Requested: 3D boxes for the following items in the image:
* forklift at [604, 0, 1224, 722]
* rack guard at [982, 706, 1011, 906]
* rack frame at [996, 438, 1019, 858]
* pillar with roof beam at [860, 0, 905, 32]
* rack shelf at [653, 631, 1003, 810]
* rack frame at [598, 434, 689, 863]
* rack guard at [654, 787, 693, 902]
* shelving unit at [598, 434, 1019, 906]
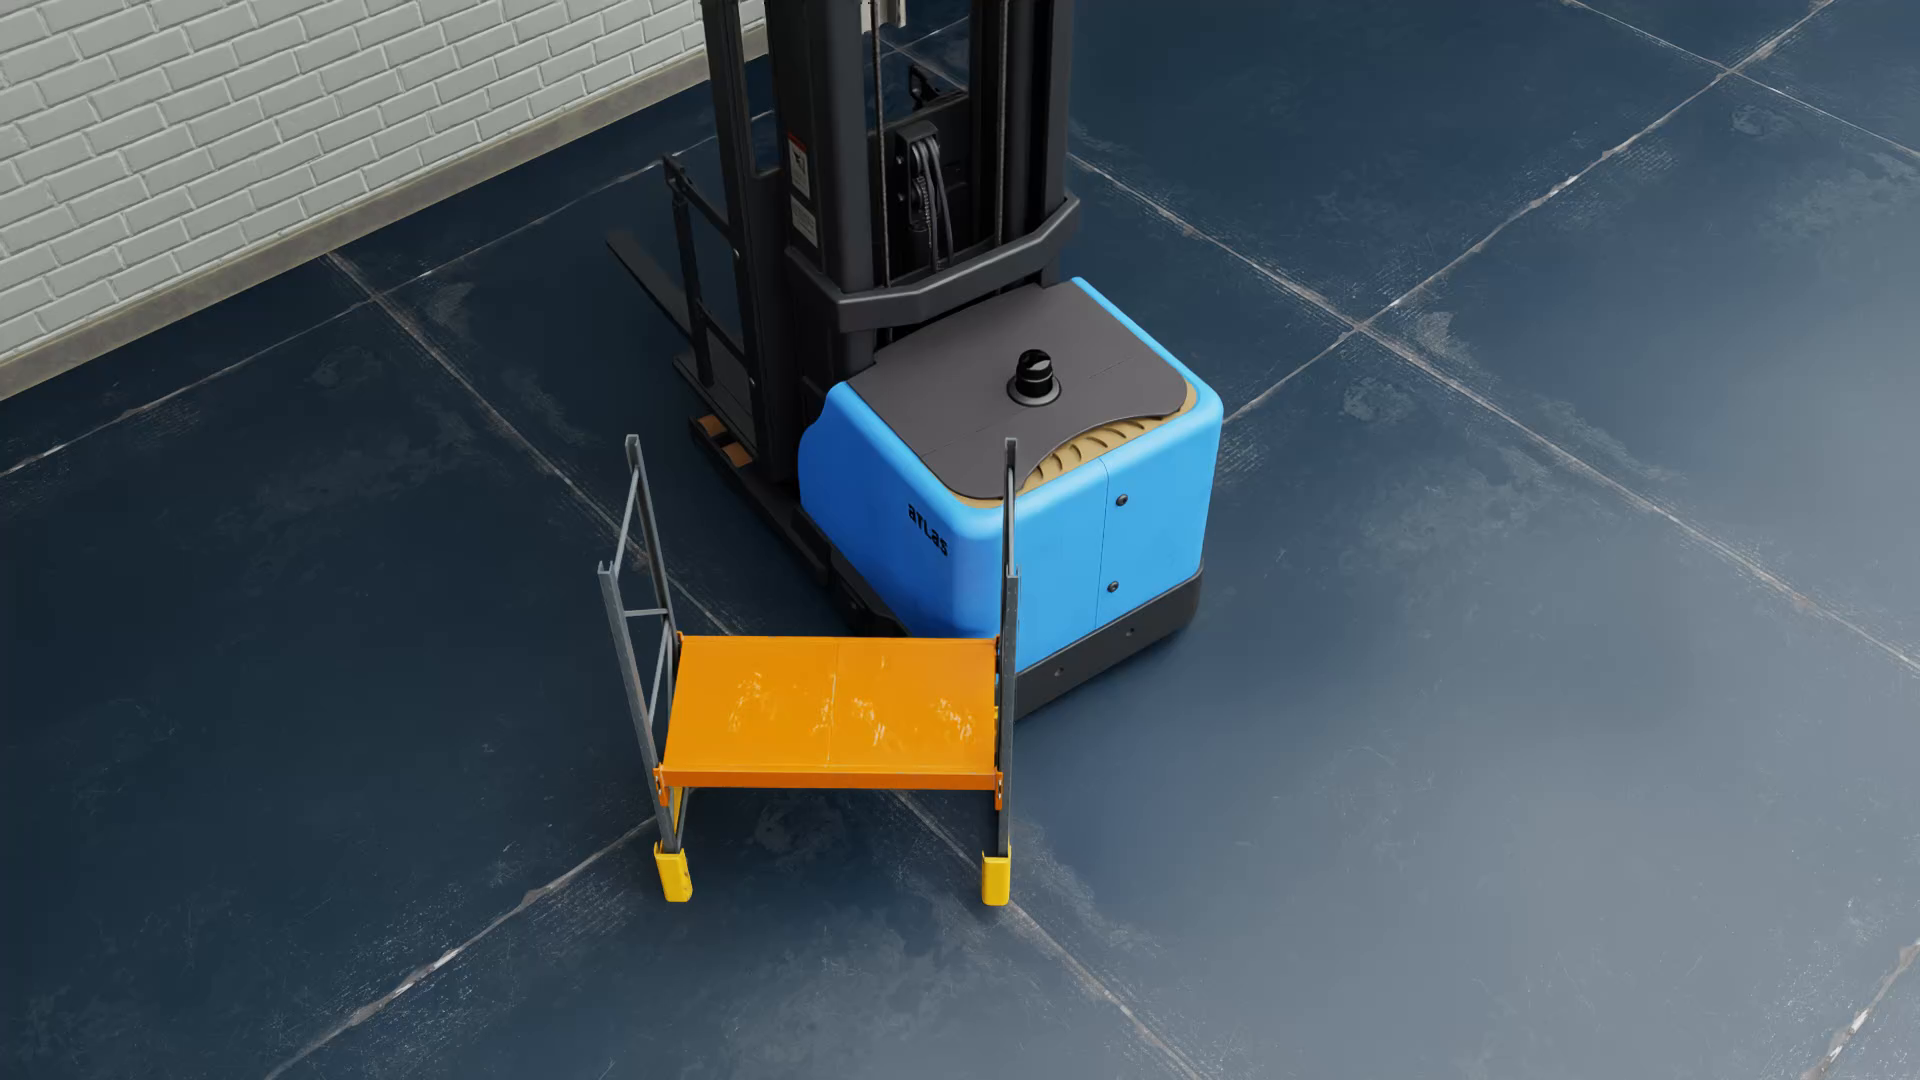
[{"bbox_3d":[-0.403,-1.391,5.539,1.130,2.935,3.031,-27,53,-23],"label":"forklift"},{"bbox_3d":[0.115,0.842,5.303,0.087,0.250,0.587,1,47,1],"label":"rack guard"},{"bbox_3d":[0.134,0.418,4.844,0.032,1.500,0.500,1,47,1],"label":"rack frame"},{"bbox_3d":[2.363,-3.415,3.278,0.400,9.000,9.100,-34,56,-27],"label":"pillar with roof beam"},{"bbox_3d":[-0.374,0.535,4.981,1.000,0.185,0.538,1,47,1],"label":"rack shelf"},{"bbox_3d":[-0.883,0.408,4.853,0.032,1.500,0.500,1,47,1],"label":"rack frame"},{"bbox_3d":[-0.881,0.832,5.312,0.087,0.250,0.587,1,47,1],"label":"rack guard"},{"bbox_3d":[-0.383,0.413,4.848,1.083,1.500,0.587,1,47,1],"label":"shelving unit"}]
